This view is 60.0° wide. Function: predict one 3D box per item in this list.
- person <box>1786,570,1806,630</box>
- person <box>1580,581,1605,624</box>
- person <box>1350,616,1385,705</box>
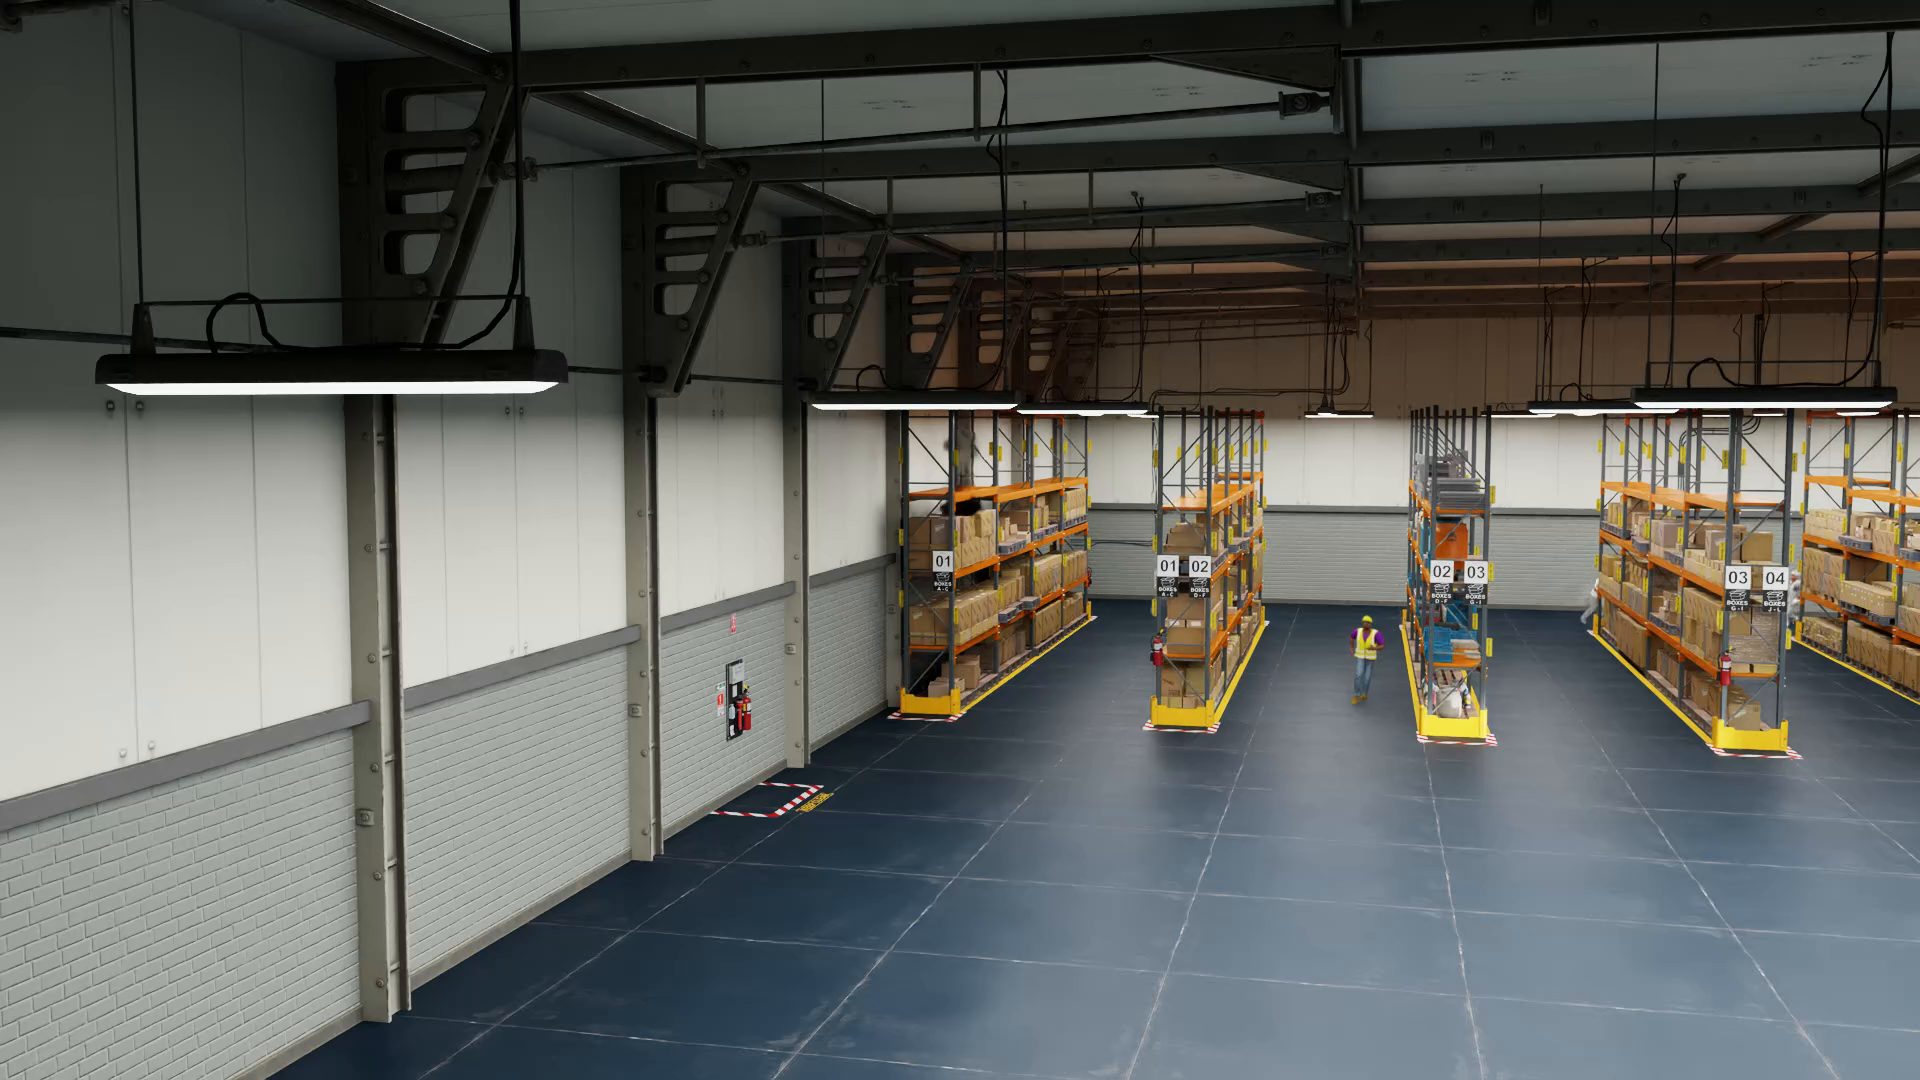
[{"bbox_3d":[22.226,1.669,44.269,0.818,1.752,0.715,0,4,6],"label":"person"},{"bbox_3d":[17.709,1.653,46.180,0.648,1.627,1.035,-3,5,-32],"label":"person"},{"bbox_3d":[8.248,2.434,33.711,0.696,1.815,0.700,1,4,17],"label":"person"}]
